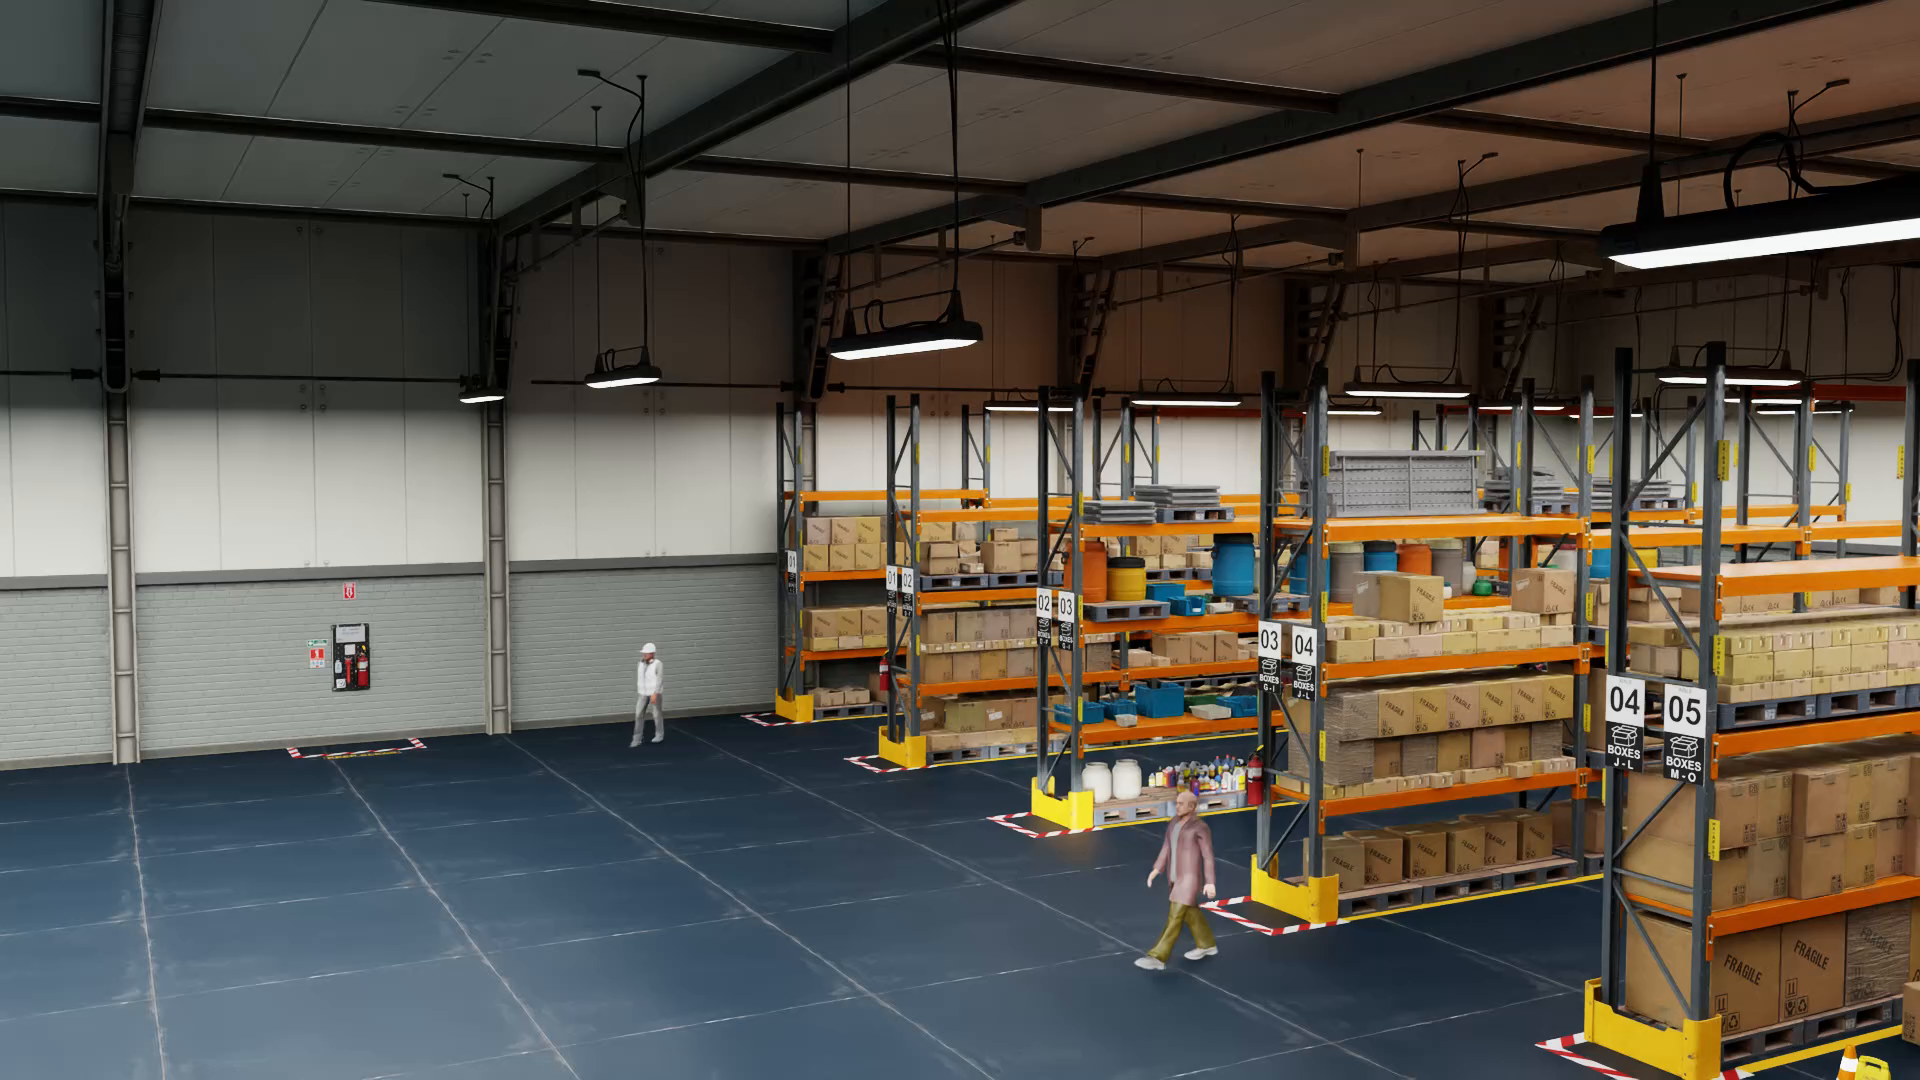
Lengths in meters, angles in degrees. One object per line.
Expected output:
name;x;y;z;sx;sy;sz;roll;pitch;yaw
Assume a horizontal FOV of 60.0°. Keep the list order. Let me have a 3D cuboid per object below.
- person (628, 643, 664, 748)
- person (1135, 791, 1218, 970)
person;-5.367;2.683;28.739;0.559;1.822;0.713;1;3;16
person;2.123;3.348;16.438;1.118;1.727;0.598;-1;4;-24
